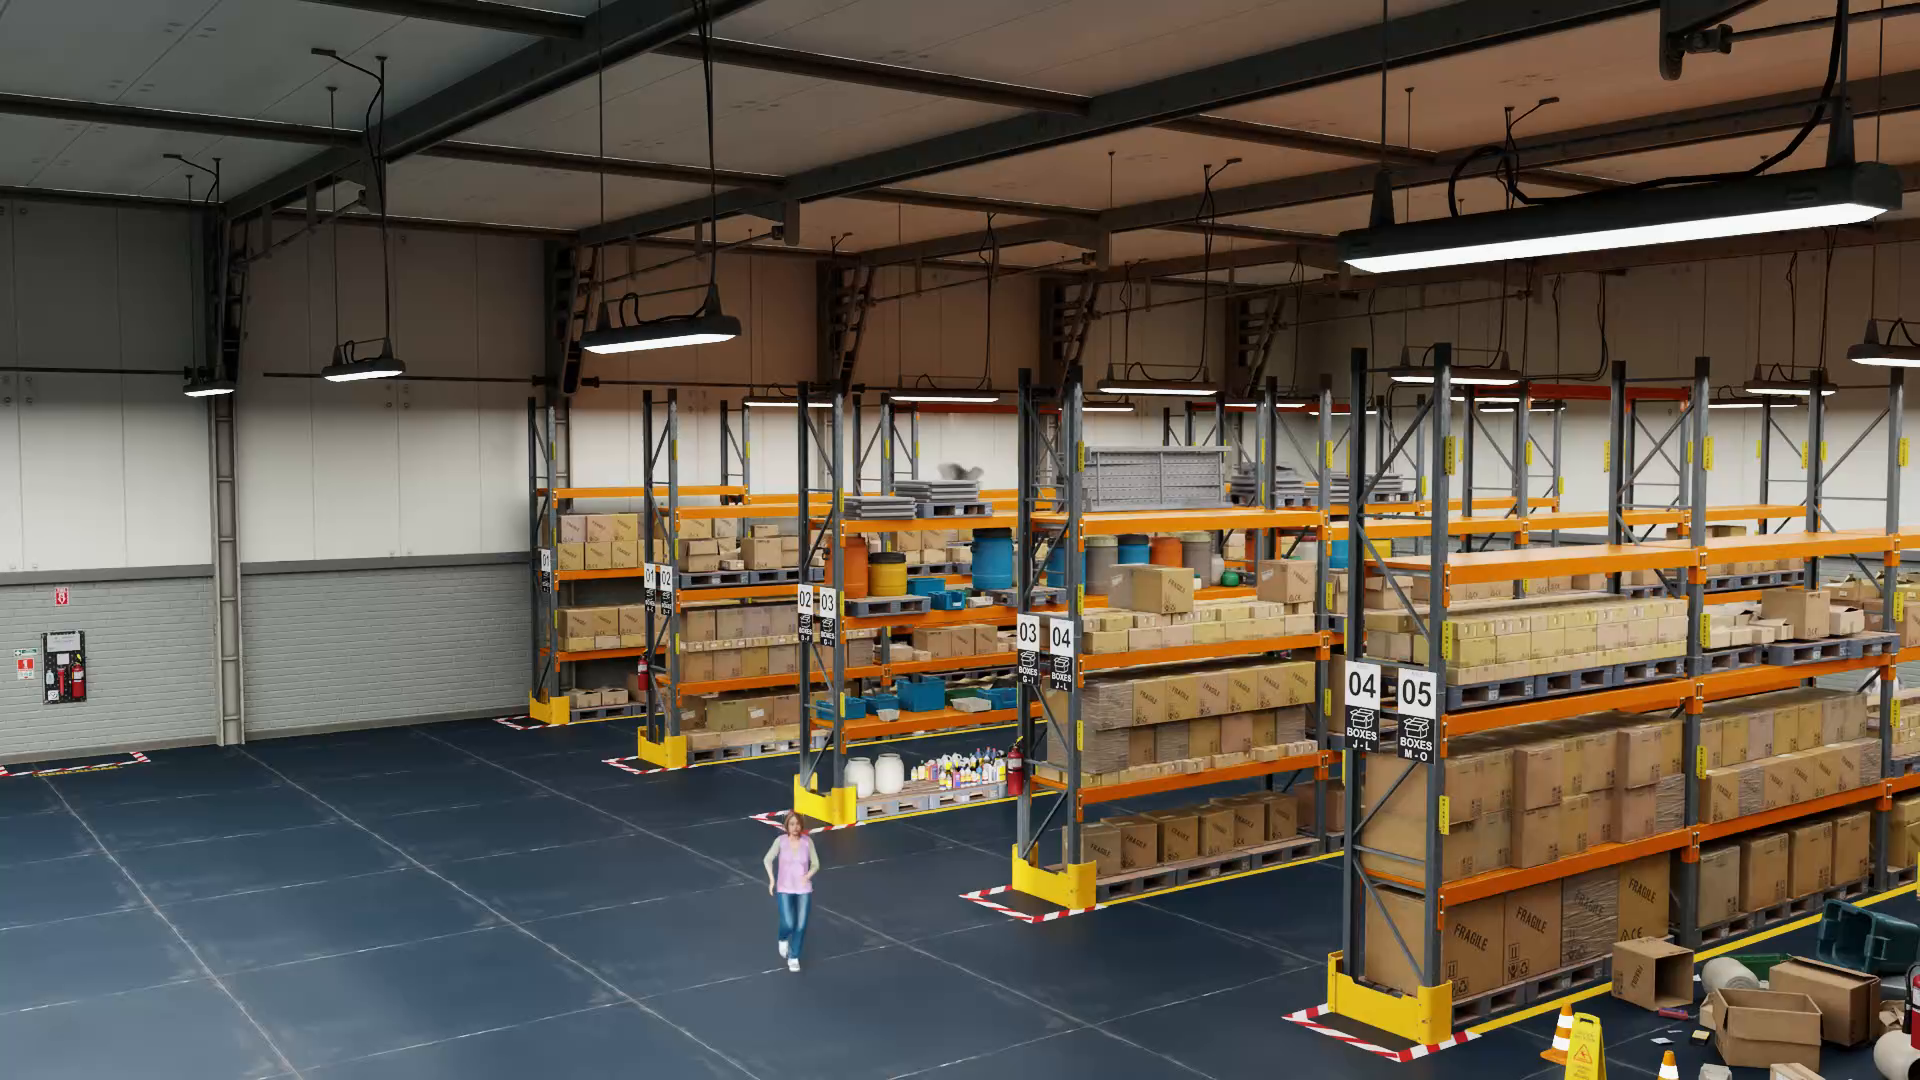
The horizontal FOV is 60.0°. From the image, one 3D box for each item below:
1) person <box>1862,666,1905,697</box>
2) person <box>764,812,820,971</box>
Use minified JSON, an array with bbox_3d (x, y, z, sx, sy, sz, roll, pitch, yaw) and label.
[{"bbox_3d":[15.119,2.710,27.180,0.685,1.729,0.602,0,3,8],"label":"person"},{"bbox_3d":[-1.621,3.430,16.178,0.529,1.558,0.534,-1,3,-13],"label":"person"}]
